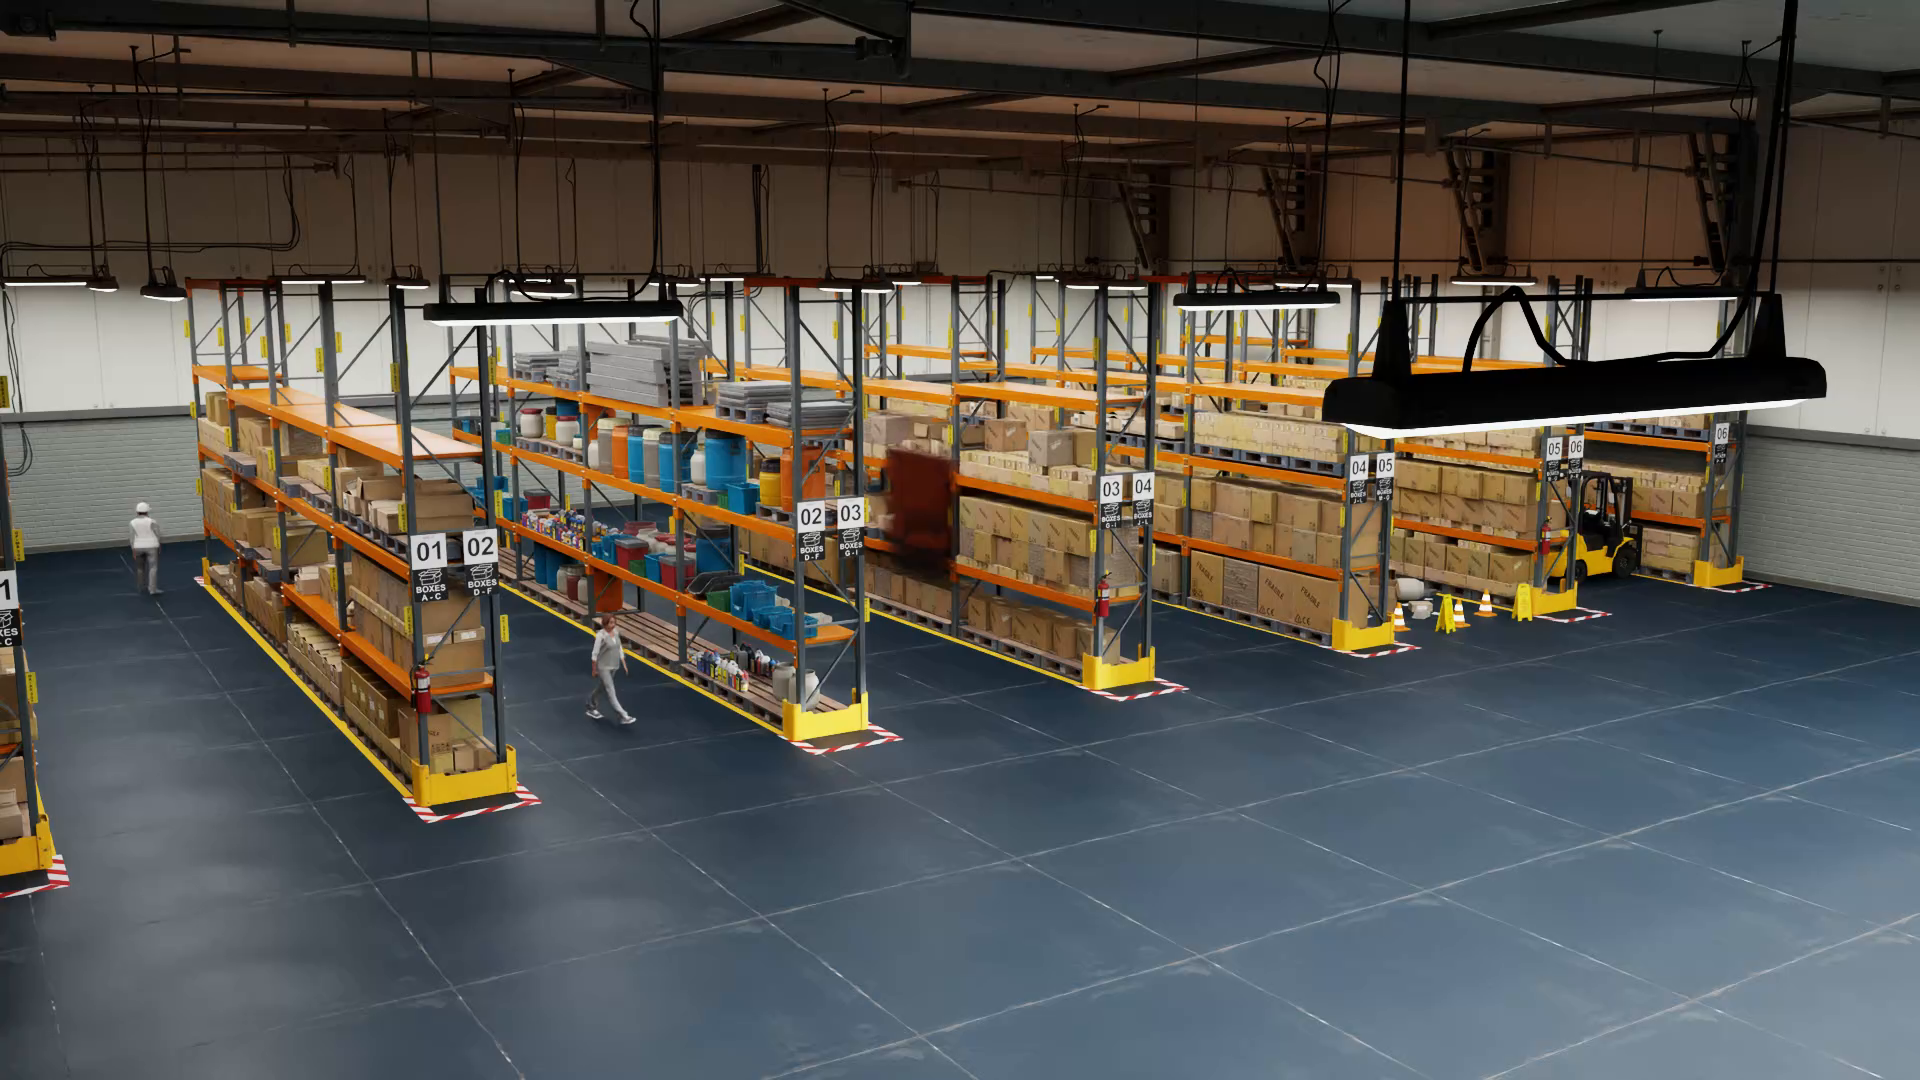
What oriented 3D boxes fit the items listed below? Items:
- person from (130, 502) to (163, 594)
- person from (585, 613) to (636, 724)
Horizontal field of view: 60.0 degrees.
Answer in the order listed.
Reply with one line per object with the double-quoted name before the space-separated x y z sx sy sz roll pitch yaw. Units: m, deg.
"person" -15.556 0.158 31.766 0.591 1.770 0.707 -1 10 -5
"person" -4.789 1.759 22.828 1.021 1.520 0.430 5 11 25
